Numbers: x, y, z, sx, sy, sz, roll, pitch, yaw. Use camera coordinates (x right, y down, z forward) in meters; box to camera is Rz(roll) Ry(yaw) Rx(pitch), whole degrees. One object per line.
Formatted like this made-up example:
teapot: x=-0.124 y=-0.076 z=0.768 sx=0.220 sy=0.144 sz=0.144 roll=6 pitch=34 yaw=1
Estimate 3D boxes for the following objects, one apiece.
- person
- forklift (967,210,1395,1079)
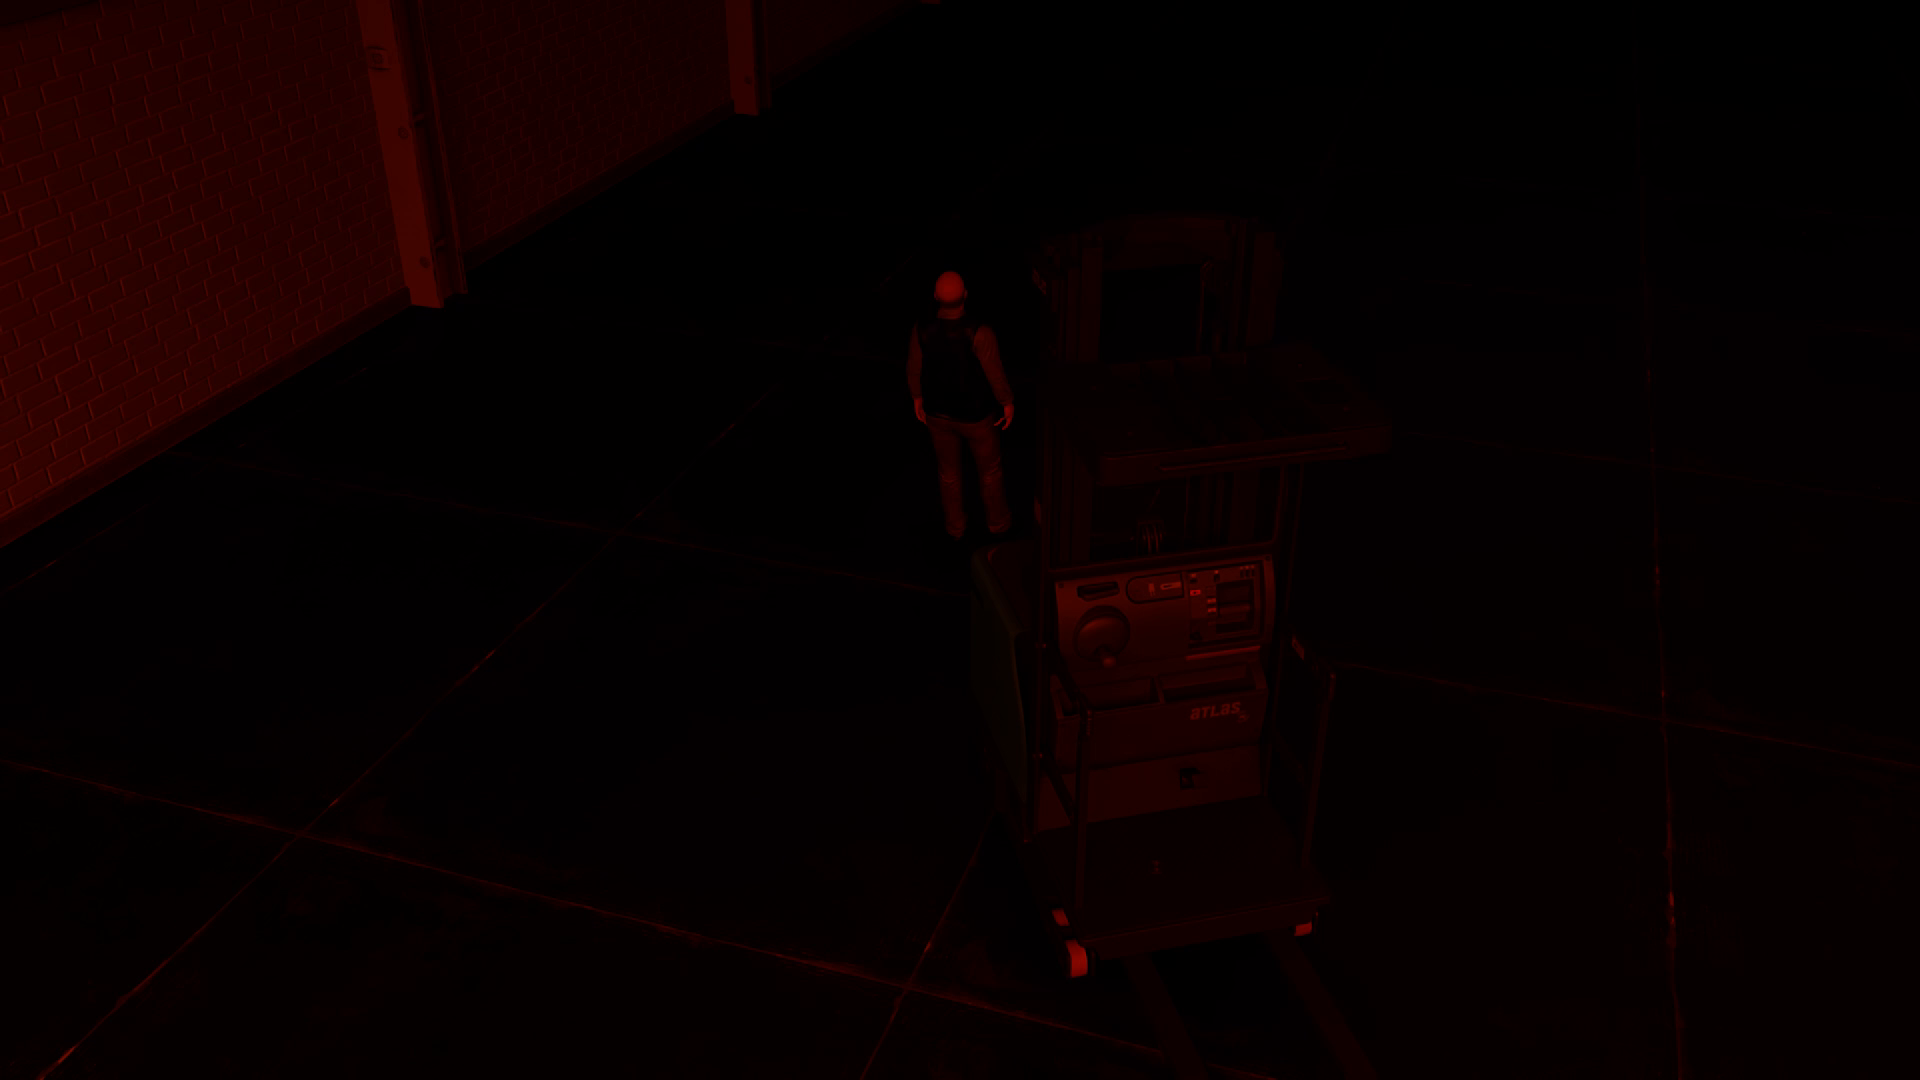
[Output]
person: x=0.027 y=-0.783 z=9.716 sx=0.634 sy=1.722 sz=0.566 roll=10 pitch=31 yaw=16
forklift: x=0.889 y=0.334 z=6.551 sx=1.130 sy=2.935 sz=3.031 roll=-7 pitch=30 yaw=-12
